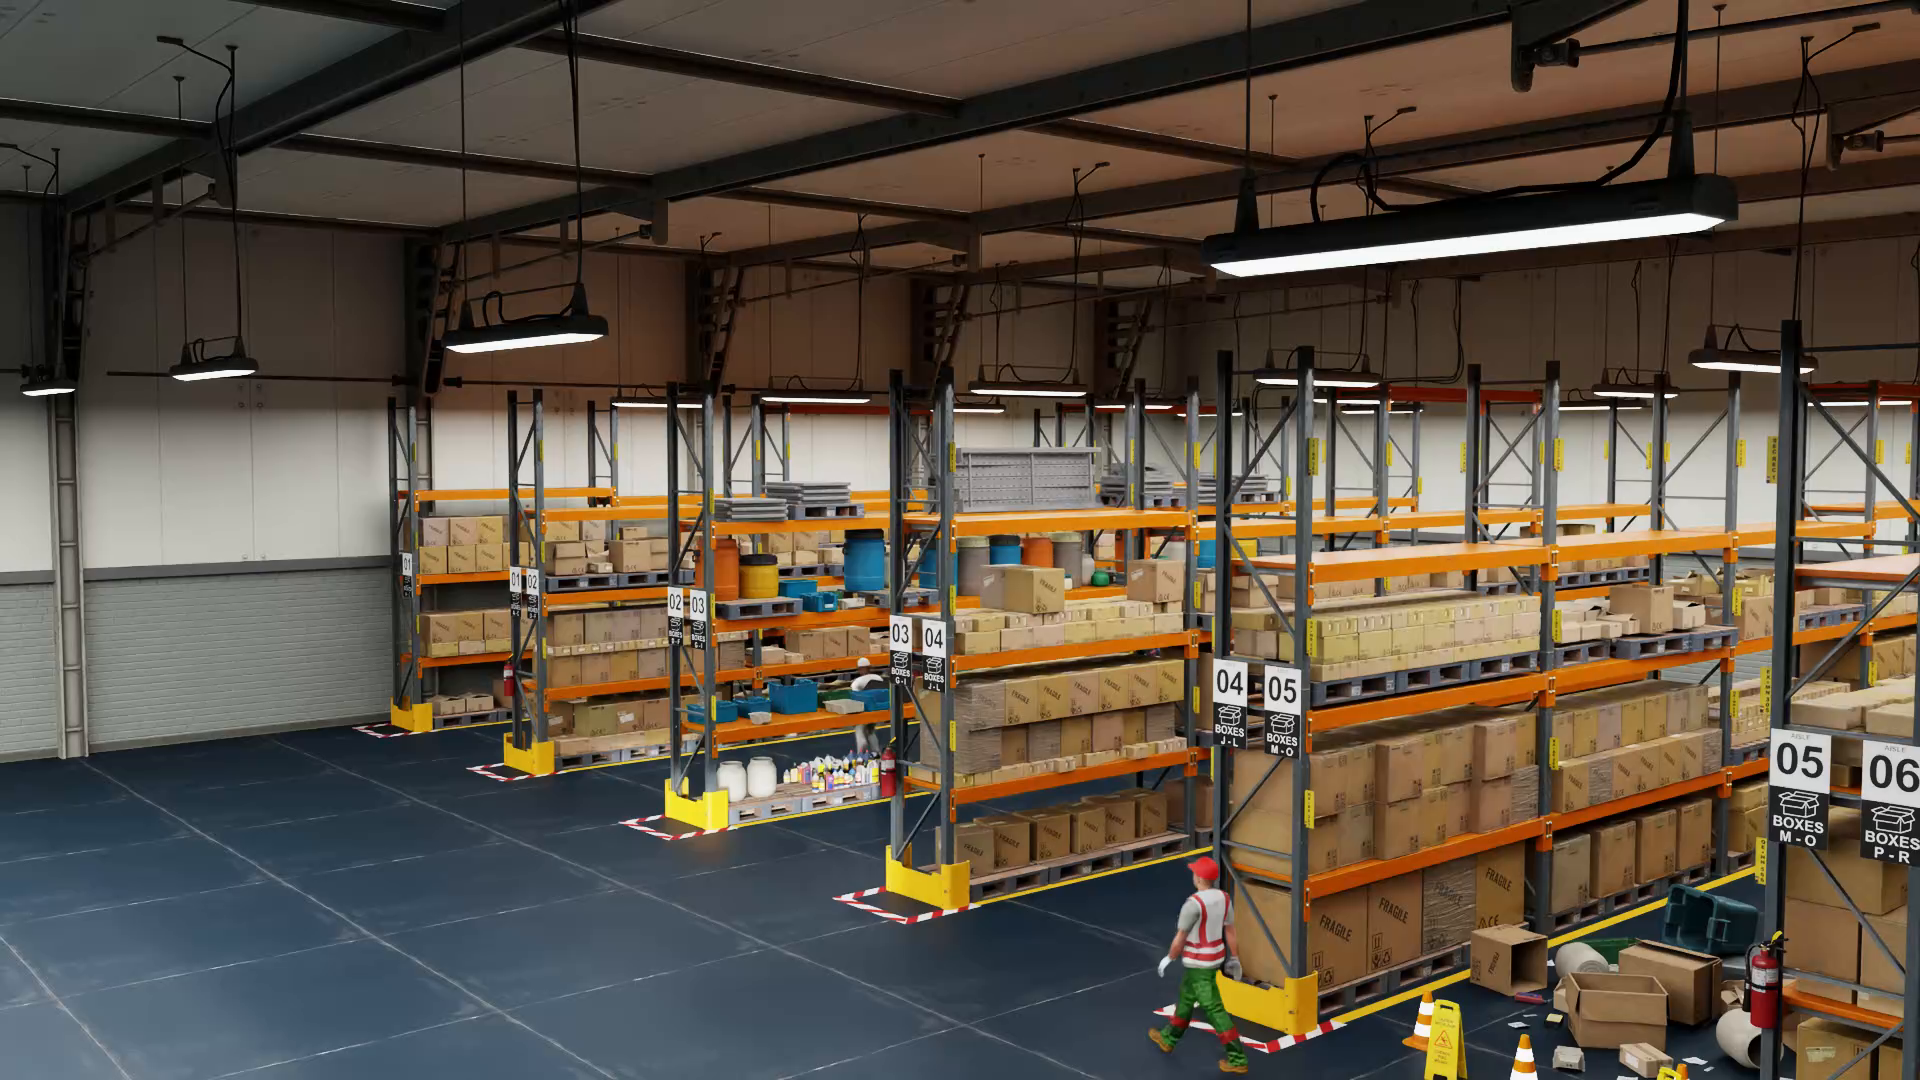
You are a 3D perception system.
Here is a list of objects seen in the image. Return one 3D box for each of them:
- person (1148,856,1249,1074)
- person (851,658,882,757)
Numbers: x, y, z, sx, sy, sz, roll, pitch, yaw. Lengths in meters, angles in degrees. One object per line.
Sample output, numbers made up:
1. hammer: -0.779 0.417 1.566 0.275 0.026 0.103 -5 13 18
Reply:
1. person: 1.957 3.473 13.780 1.043 1.740 0.467 2 4 33
2. person: -1.526 2.753 26.433 0.457 1.800 0.620 3 5 45
